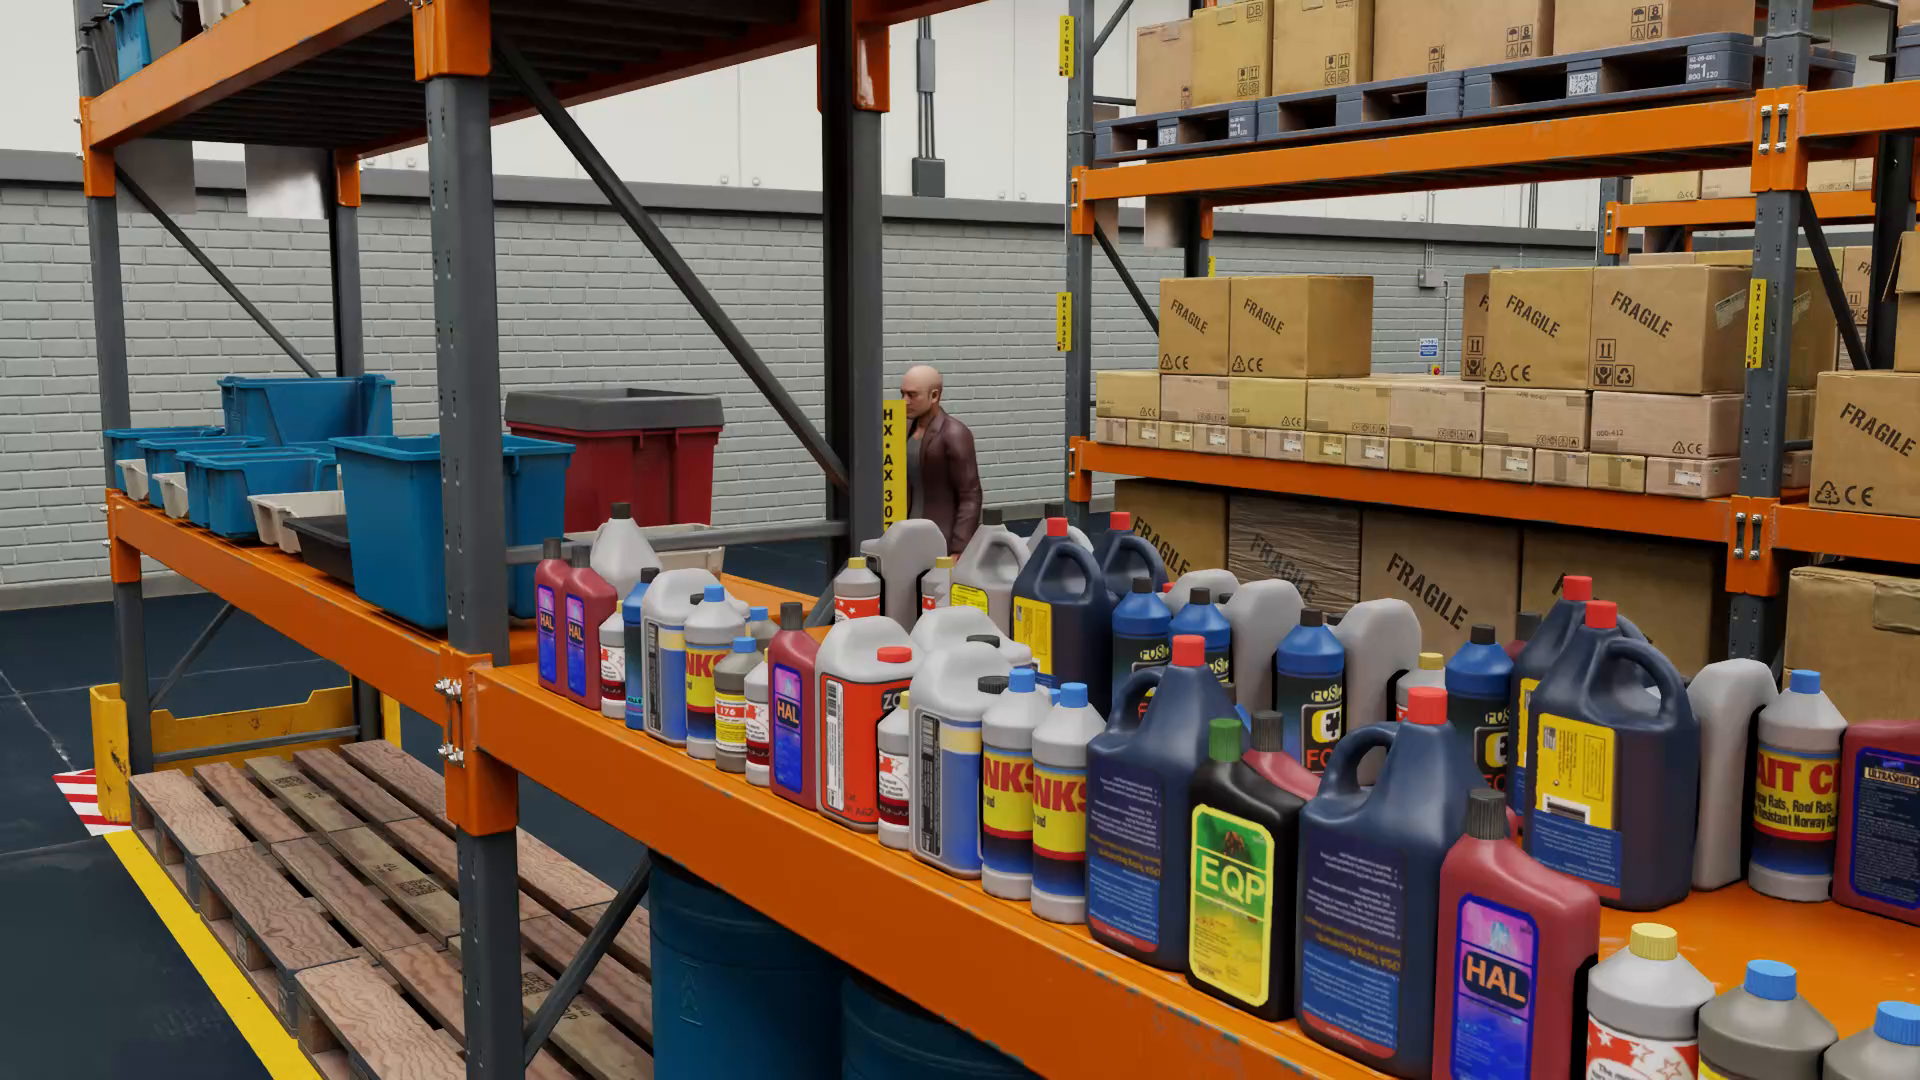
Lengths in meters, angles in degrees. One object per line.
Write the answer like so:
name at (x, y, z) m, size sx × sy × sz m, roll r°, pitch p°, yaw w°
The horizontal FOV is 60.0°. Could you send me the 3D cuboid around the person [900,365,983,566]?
person at (-0.160, 0.137, 8.023) m, size 0.429 × 1.590 × 0.647 m, roll -6°, pitch 10°, yaw -39°
